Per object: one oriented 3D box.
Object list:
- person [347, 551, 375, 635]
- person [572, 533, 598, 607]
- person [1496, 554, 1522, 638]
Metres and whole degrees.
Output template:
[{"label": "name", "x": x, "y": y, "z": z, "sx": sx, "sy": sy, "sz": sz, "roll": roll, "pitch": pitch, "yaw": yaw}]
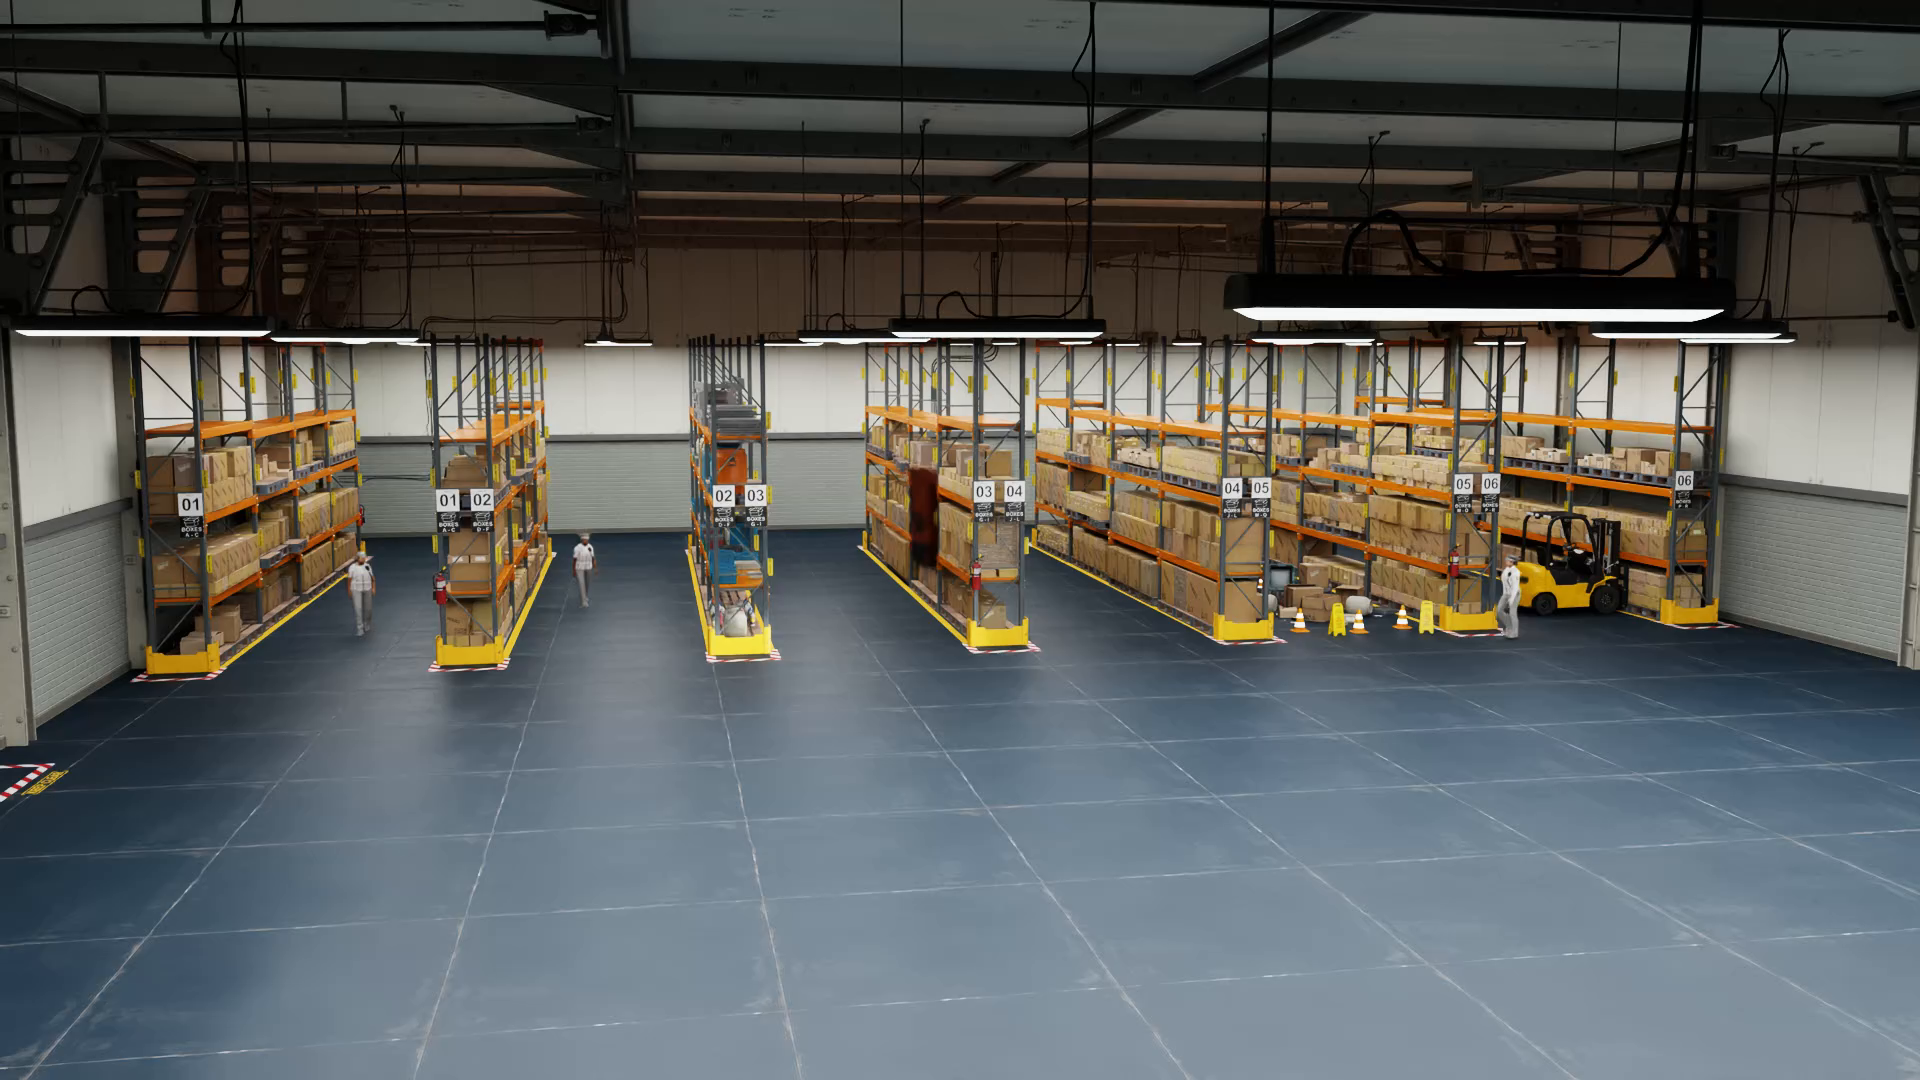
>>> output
[{"label": "person", "x": -12.098, "y": 1.069, "z": 33.724, "sx": 0.513, "sy": 1.655, "sz": 0.746, "roll": -5, "pitch": 8, "yaw": -35}, {"label": "person", "x": -8.391, "y": 0.638, "z": 37.171, "sx": 0.515, "sy": 1.603, "sz": 1.063, "roll": -3, "pitch": 7, "yaw": -26}, {"label": "person", "x": 10.912, "y": 1.111, "z": 32.952, "sx": 0.431, "sy": 1.698, "sz": 0.479, "roll": -3, "pitch": 7, "yaw": -22}]
